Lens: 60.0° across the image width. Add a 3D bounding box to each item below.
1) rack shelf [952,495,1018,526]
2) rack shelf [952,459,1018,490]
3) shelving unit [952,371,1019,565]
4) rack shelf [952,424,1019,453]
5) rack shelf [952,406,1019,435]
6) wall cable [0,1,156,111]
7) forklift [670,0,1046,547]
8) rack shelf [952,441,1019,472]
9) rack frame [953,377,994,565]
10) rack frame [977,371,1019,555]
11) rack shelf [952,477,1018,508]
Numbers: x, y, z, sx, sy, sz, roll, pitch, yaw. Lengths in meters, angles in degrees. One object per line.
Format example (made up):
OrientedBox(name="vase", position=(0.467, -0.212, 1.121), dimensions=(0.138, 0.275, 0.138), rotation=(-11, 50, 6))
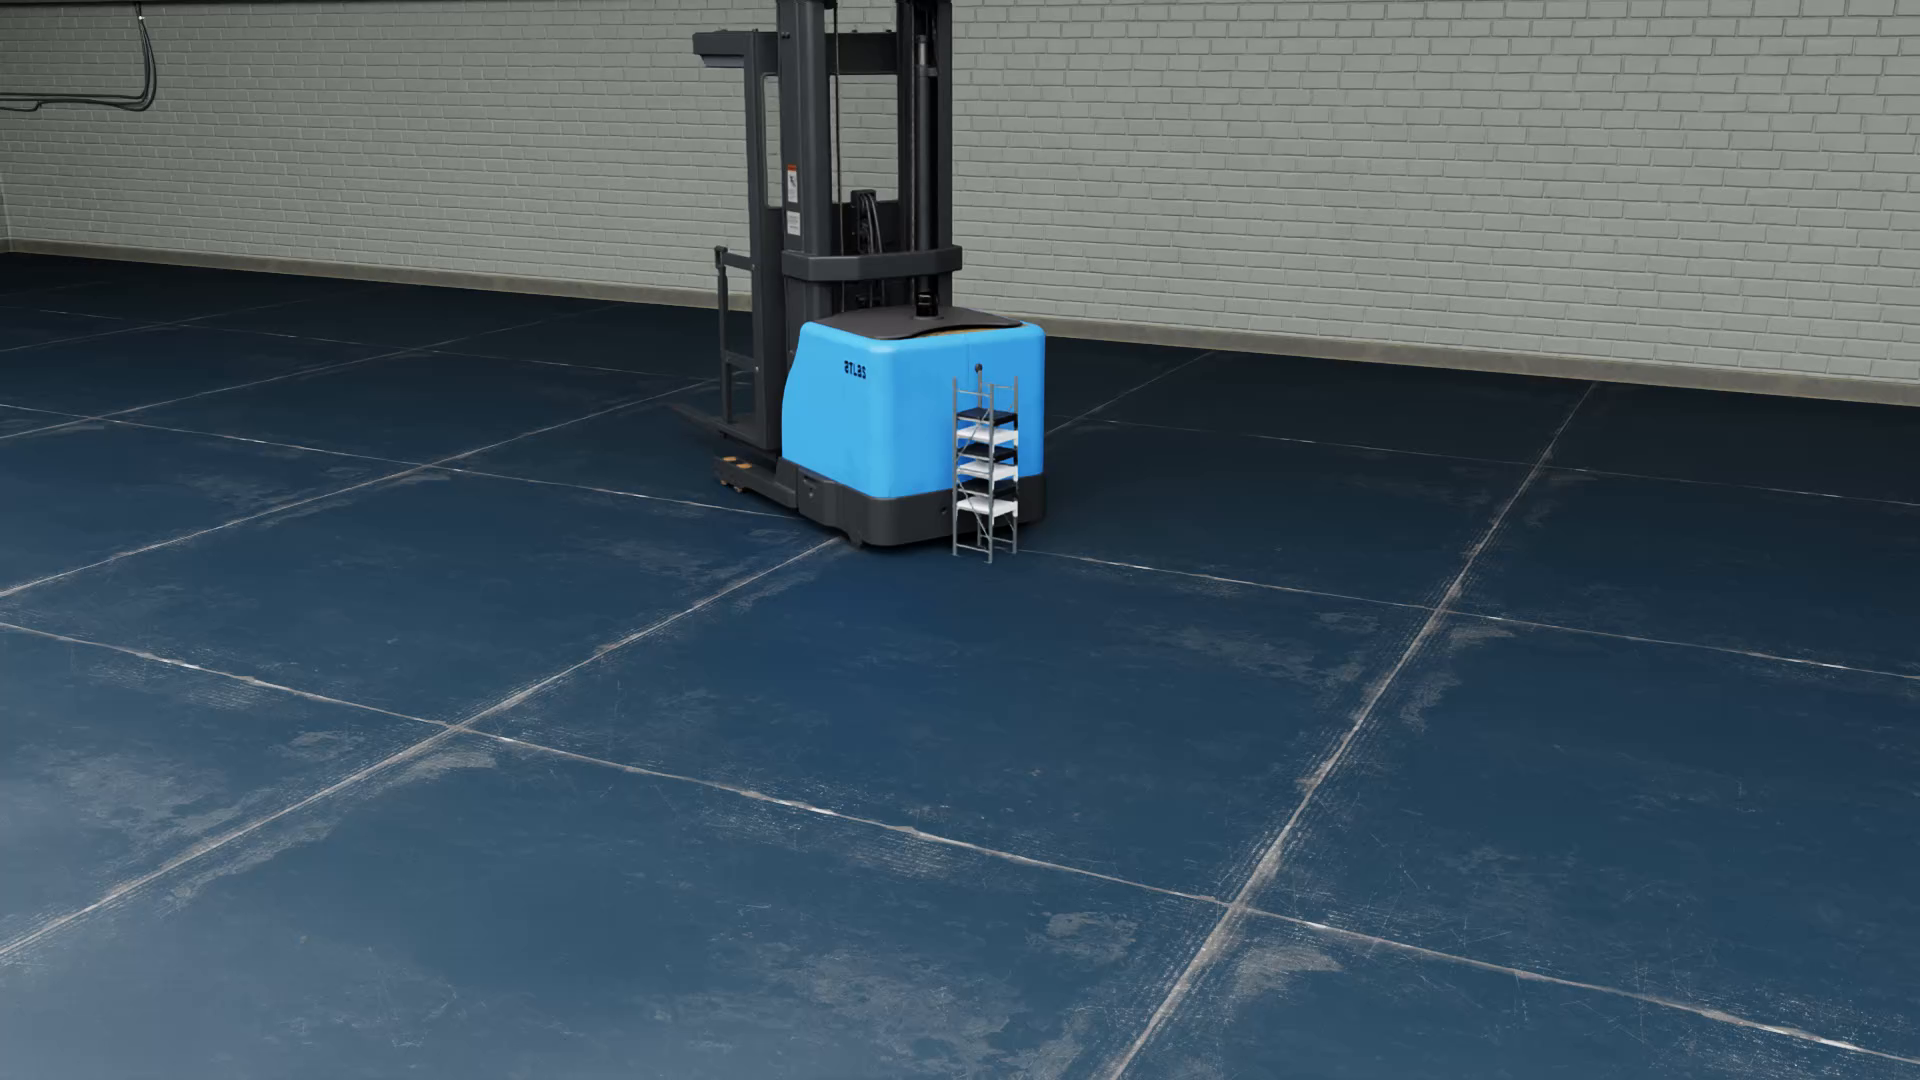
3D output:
OrientedBox(name="rack shelf", position=(0.124, -0.151, 8.200), dimensions=(0.258, 0.077, 0.200), rotation=(12, 20, 35))
OrientedBox(name="rack shelf", position=(0.124, -0.323, 8.149), dimensions=(0.258, 0.077, 0.200), rotation=(12, 20, 35))
OrientedBox(name="shelving unit", position=(0.124, -0.355, 8.139), dimensions=(0.258, 0.900, 0.210), rotation=(12, 20, 35))
OrientedBox(name="rack shelf", position=(0.124, -0.496, 8.098), dimensions=(0.258, 0.077, 0.200), rotation=(12, 20, 35))
OrientedBox(name="rack shelf", position=(0.124, -0.582, 8.072), dimensions=(0.258, 0.077, 0.200), rotation=(12, 20, 35))
OrientedBox(name="wall cable", position=(-10.401, -6.188, 19.007), dimensions=(3.097, 2.526, 0.112), rotation=(8, 18, 25))
OrientedBox(name="forklift", position=(-0.765, -1.738, 9.228), dimensions=(1.130, 2.935, 3.031), rotation=(-10, 19, -31))
OrientedBox(name="rack shelf", position=(0.124, -0.409, 8.123), dimensions=(0.258, 0.077, 0.200), rotation=(12, 20, 35))
OrientedBox(name="rack frame", position=(0.062, -0.332, 8.062), dimensions=(0.240, 0.900, 0.006), rotation=(12, 20, 35))
OrientedBox(name="rack frame", position=(0.185, -0.378, 8.217), dimensions=(0.240, 0.900, 0.006), rotation=(12, 20, 35))
OrientedBox(name="rack shelf", position=(0.124, -0.237, 8.175), dimensions=(0.258, 0.077, 0.200), rotation=(12, 20, 35))
